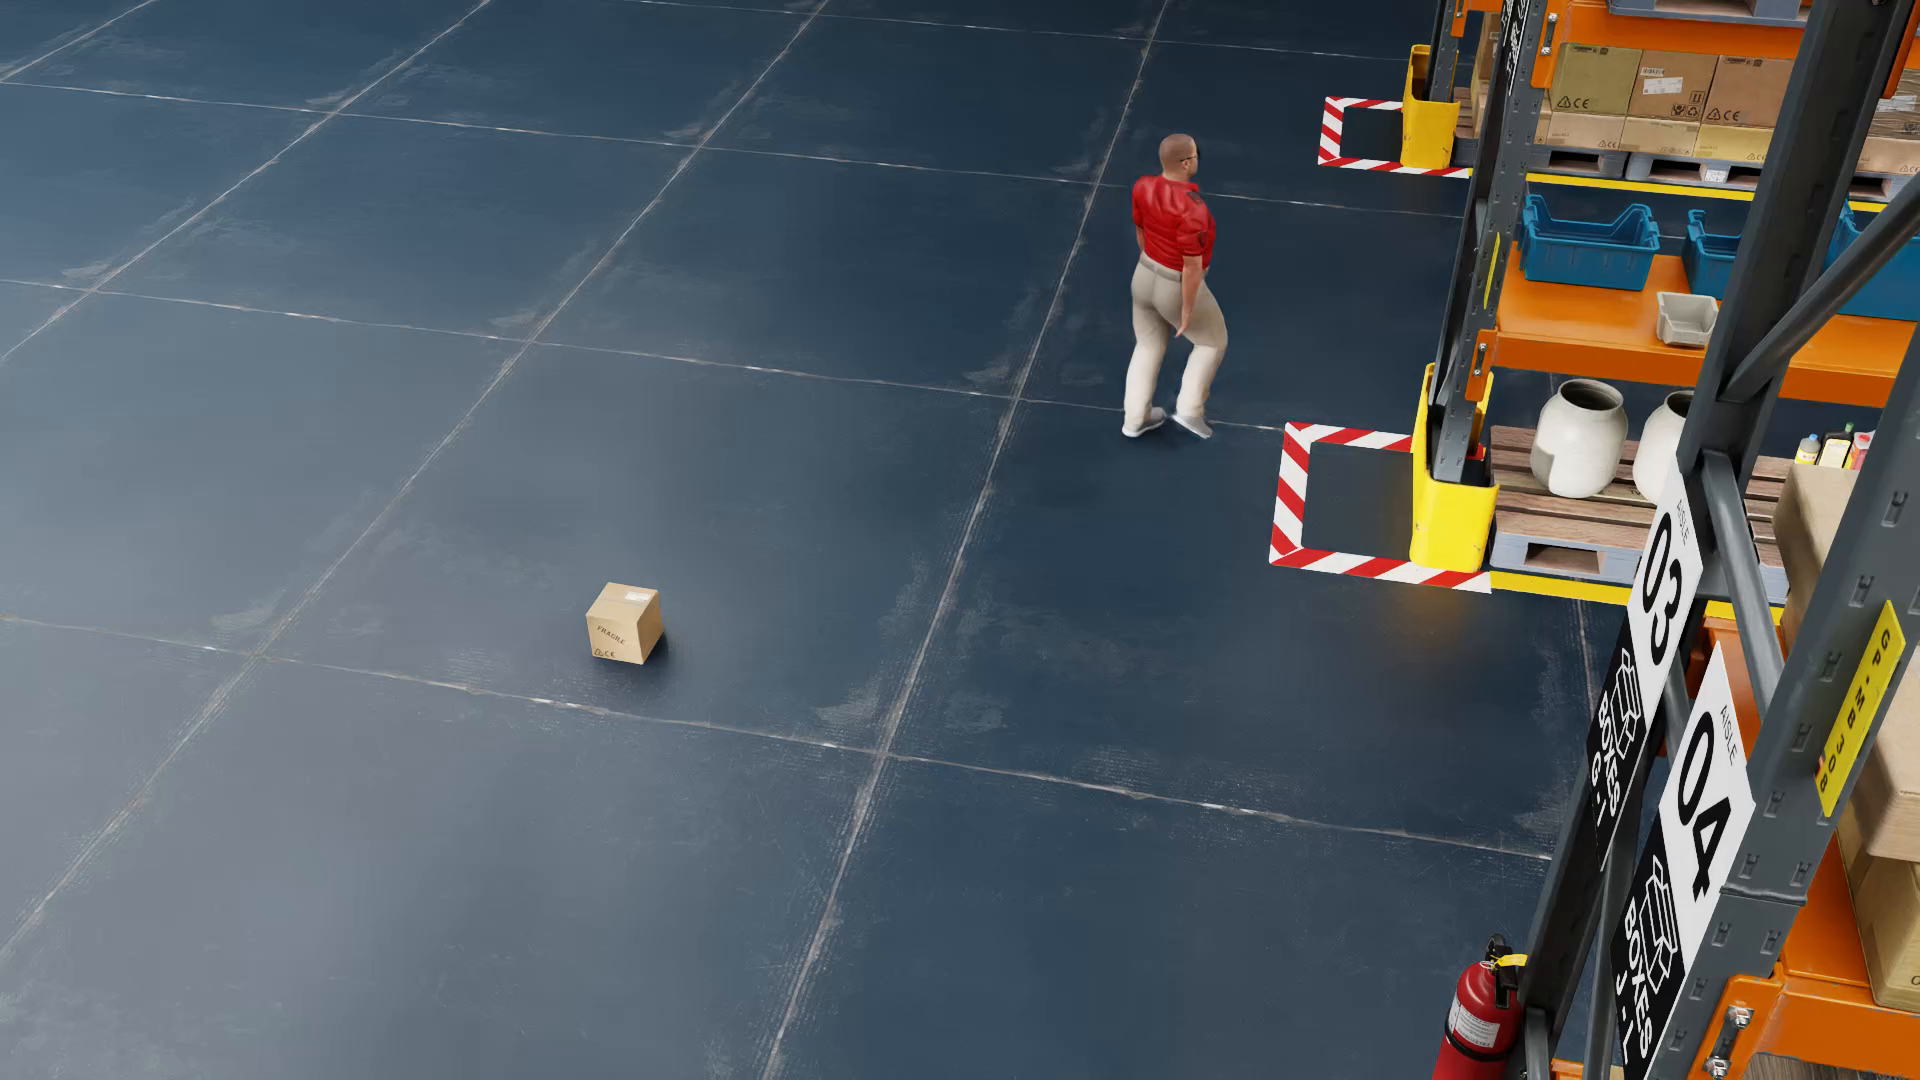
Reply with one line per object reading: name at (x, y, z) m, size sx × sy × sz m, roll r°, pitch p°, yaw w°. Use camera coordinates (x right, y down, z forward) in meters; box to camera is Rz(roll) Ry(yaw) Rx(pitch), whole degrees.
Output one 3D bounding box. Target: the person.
person at (1.125, -1.297, 8.770) m, size 0.516 × 1.797 × 0.548 m, roll -27°, pitch 44°, yaw -31°
